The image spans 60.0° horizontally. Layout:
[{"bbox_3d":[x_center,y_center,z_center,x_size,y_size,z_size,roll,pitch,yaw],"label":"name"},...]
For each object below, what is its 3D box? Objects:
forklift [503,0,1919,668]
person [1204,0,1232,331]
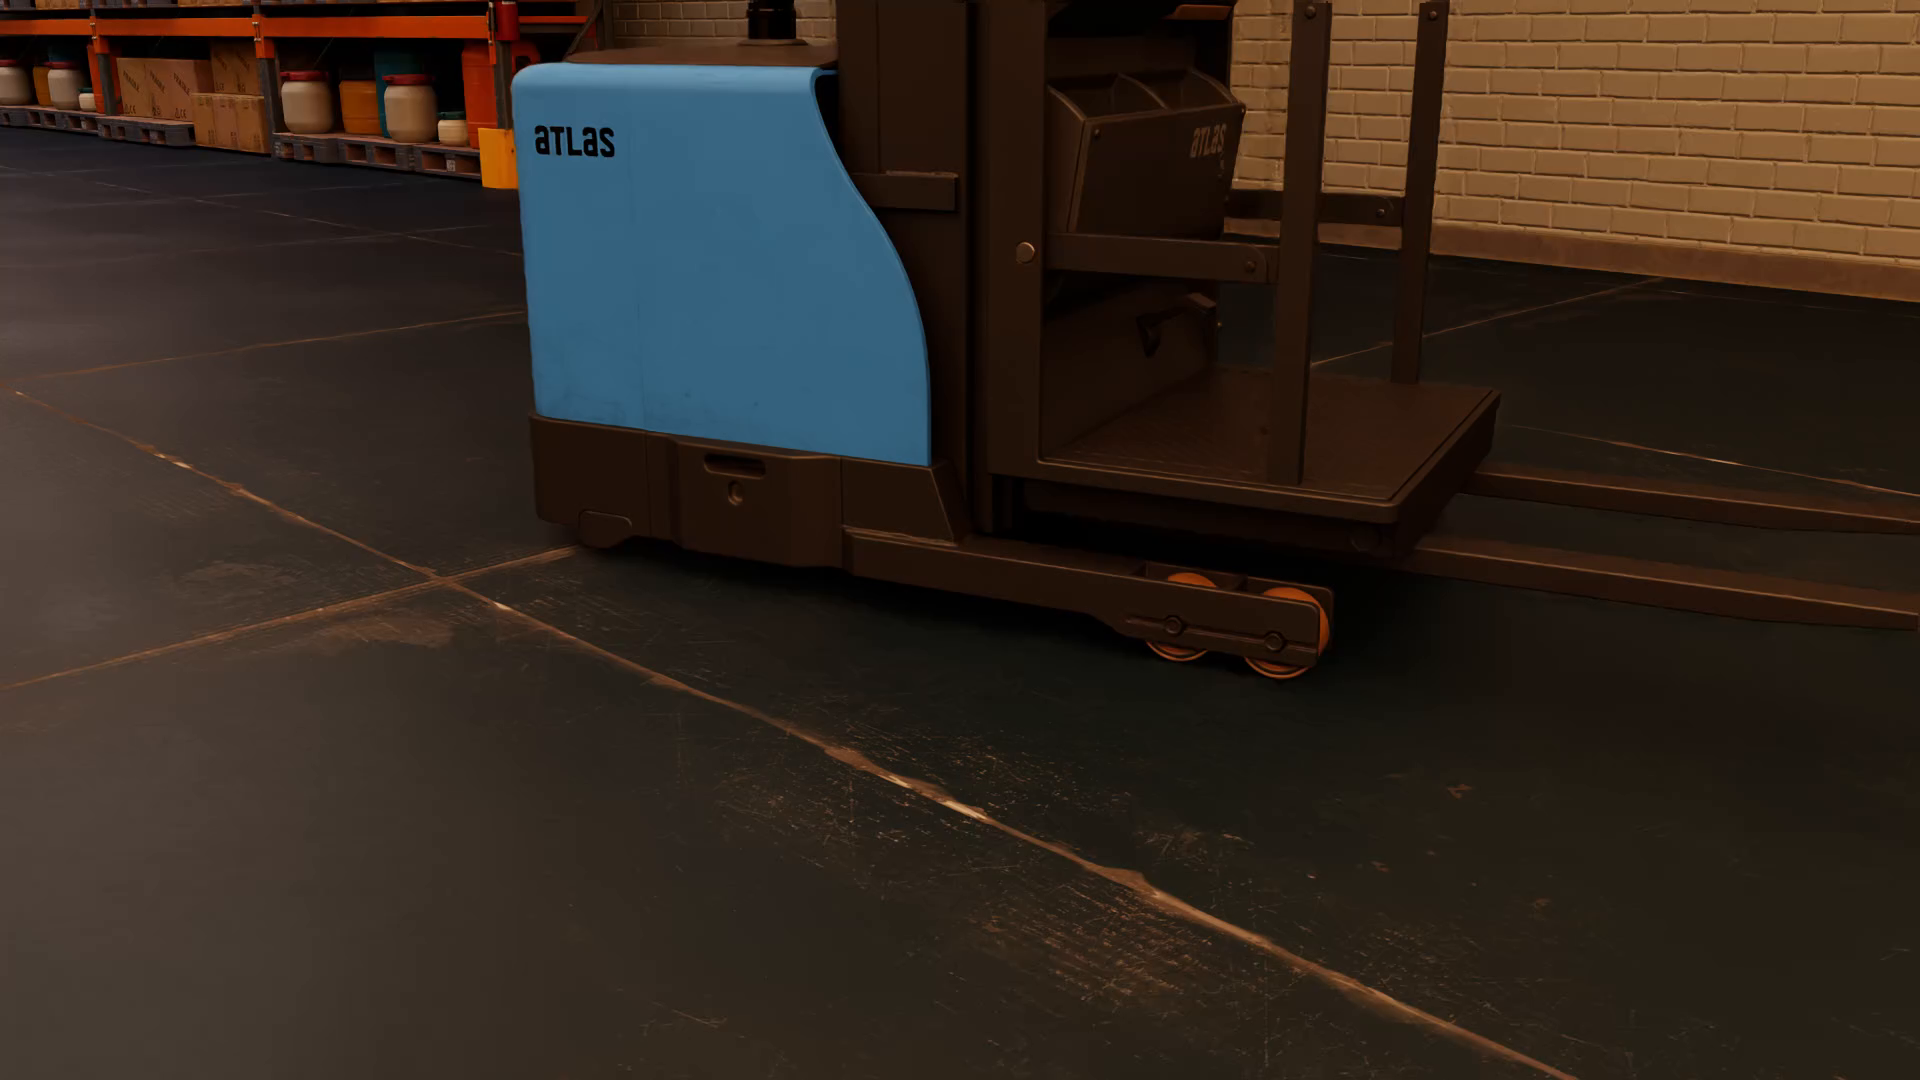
[{"bbox_3d":[0.592,-1.338,3.259,3.031,2.935,1.130,7,18,21],"label":"forklift"},{"bbox_3d":[0.891,-1.698,6.541,0.335,1.691,0.465,2,17,6],"label":"person"}]
